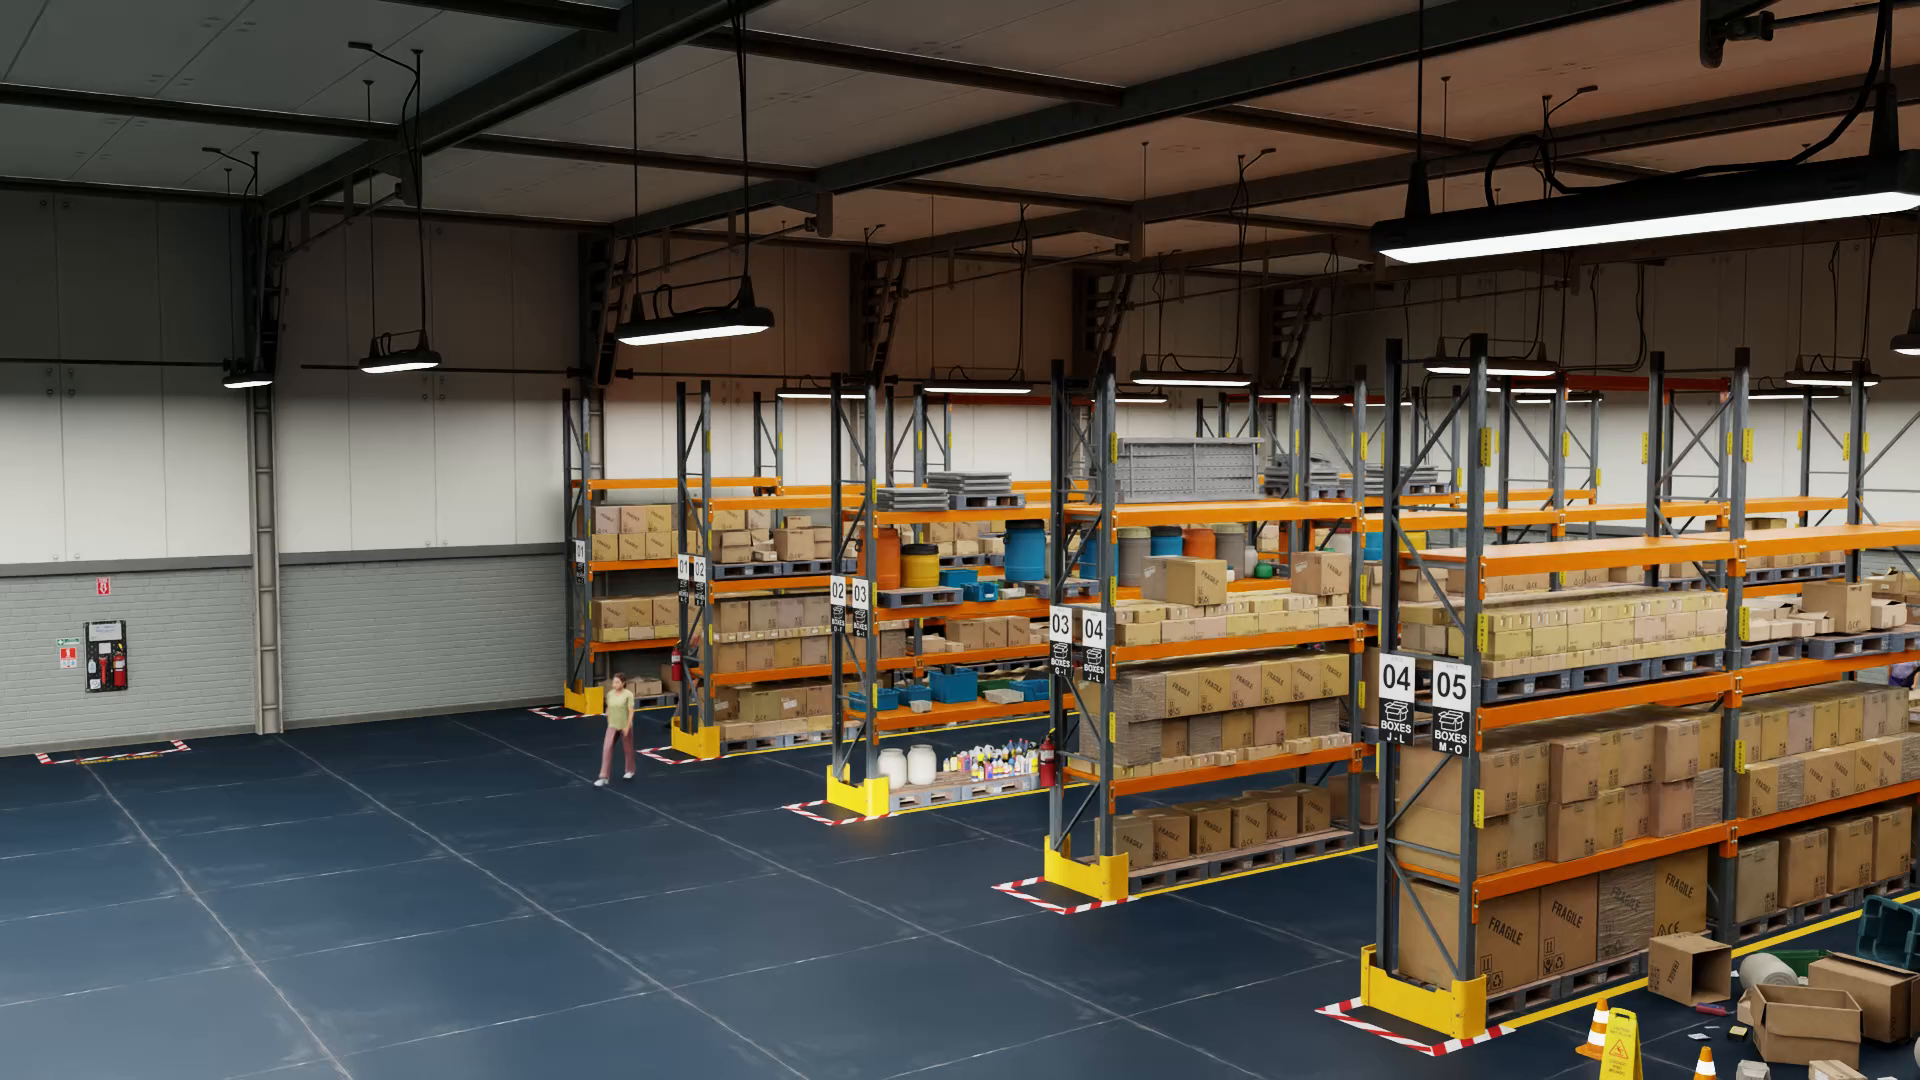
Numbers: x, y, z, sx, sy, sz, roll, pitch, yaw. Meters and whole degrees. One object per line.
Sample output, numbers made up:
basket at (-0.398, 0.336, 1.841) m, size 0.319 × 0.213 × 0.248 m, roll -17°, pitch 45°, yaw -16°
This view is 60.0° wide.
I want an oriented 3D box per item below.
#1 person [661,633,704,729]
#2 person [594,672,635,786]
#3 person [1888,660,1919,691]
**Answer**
person at (-4.674, 2.451, 28.868) m, size 0.570 × 1.663 × 1.054 m, roll 2°, pitch 4°, yaw 26°
person at (-5.034, 2.756, 24.464) m, size 0.493 × 1.618 × 0.969 m, roll 0°, pitch 4°, yaw 4°
person at (16.394, 2.496, 28.902) m, size 0.447 × 1.582 × 1.064 m, roll 1°, pitch 4°, yaw 21°
